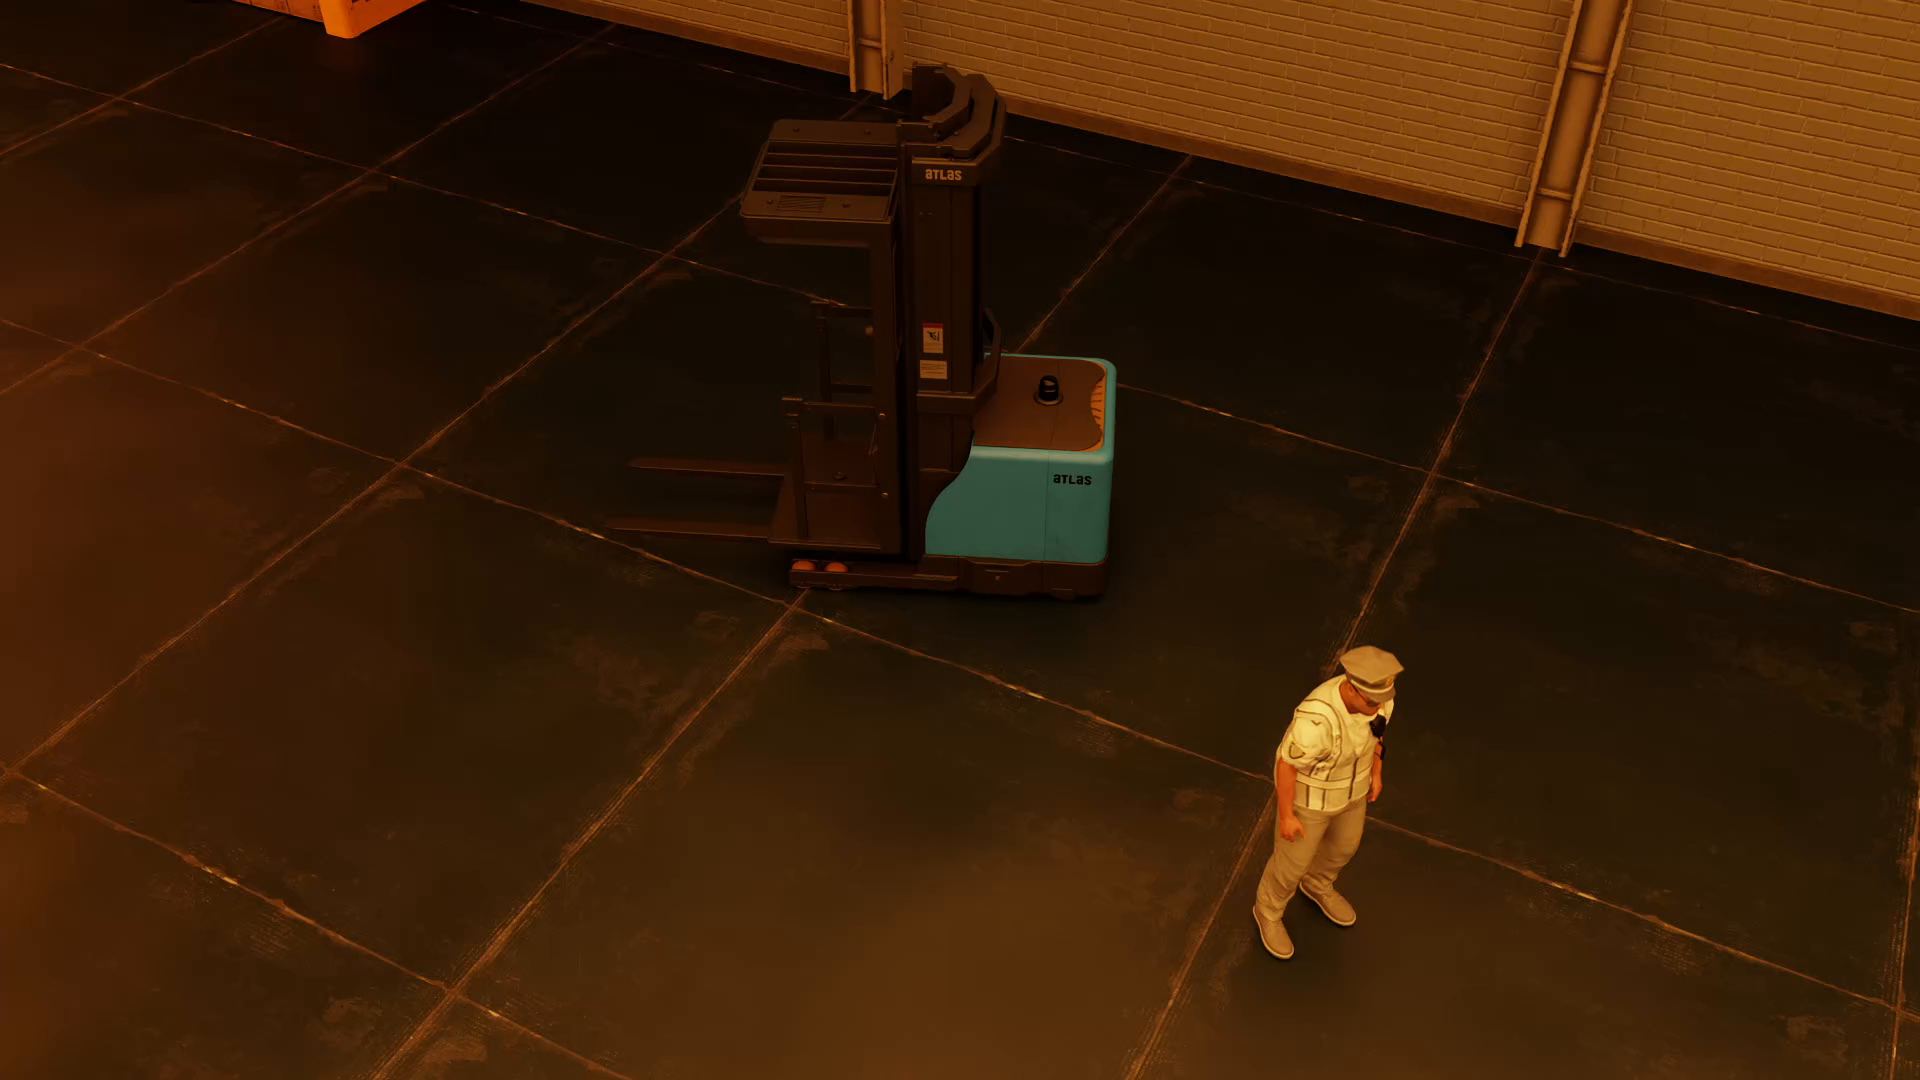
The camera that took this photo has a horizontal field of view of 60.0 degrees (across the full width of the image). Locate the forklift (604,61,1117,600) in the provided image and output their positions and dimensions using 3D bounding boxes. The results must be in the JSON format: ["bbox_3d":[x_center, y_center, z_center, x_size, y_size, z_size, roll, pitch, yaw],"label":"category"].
[{"bbox_3d":[-0.606,-1.157,9.360,3.031,2.935,1.130,3,40,4],"label":"forklift"}]

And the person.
[{"bbox_3d":[1.661,1.131,7.561,0.595,1.748,0.433,-21,44,-23],"label":"person"}]
